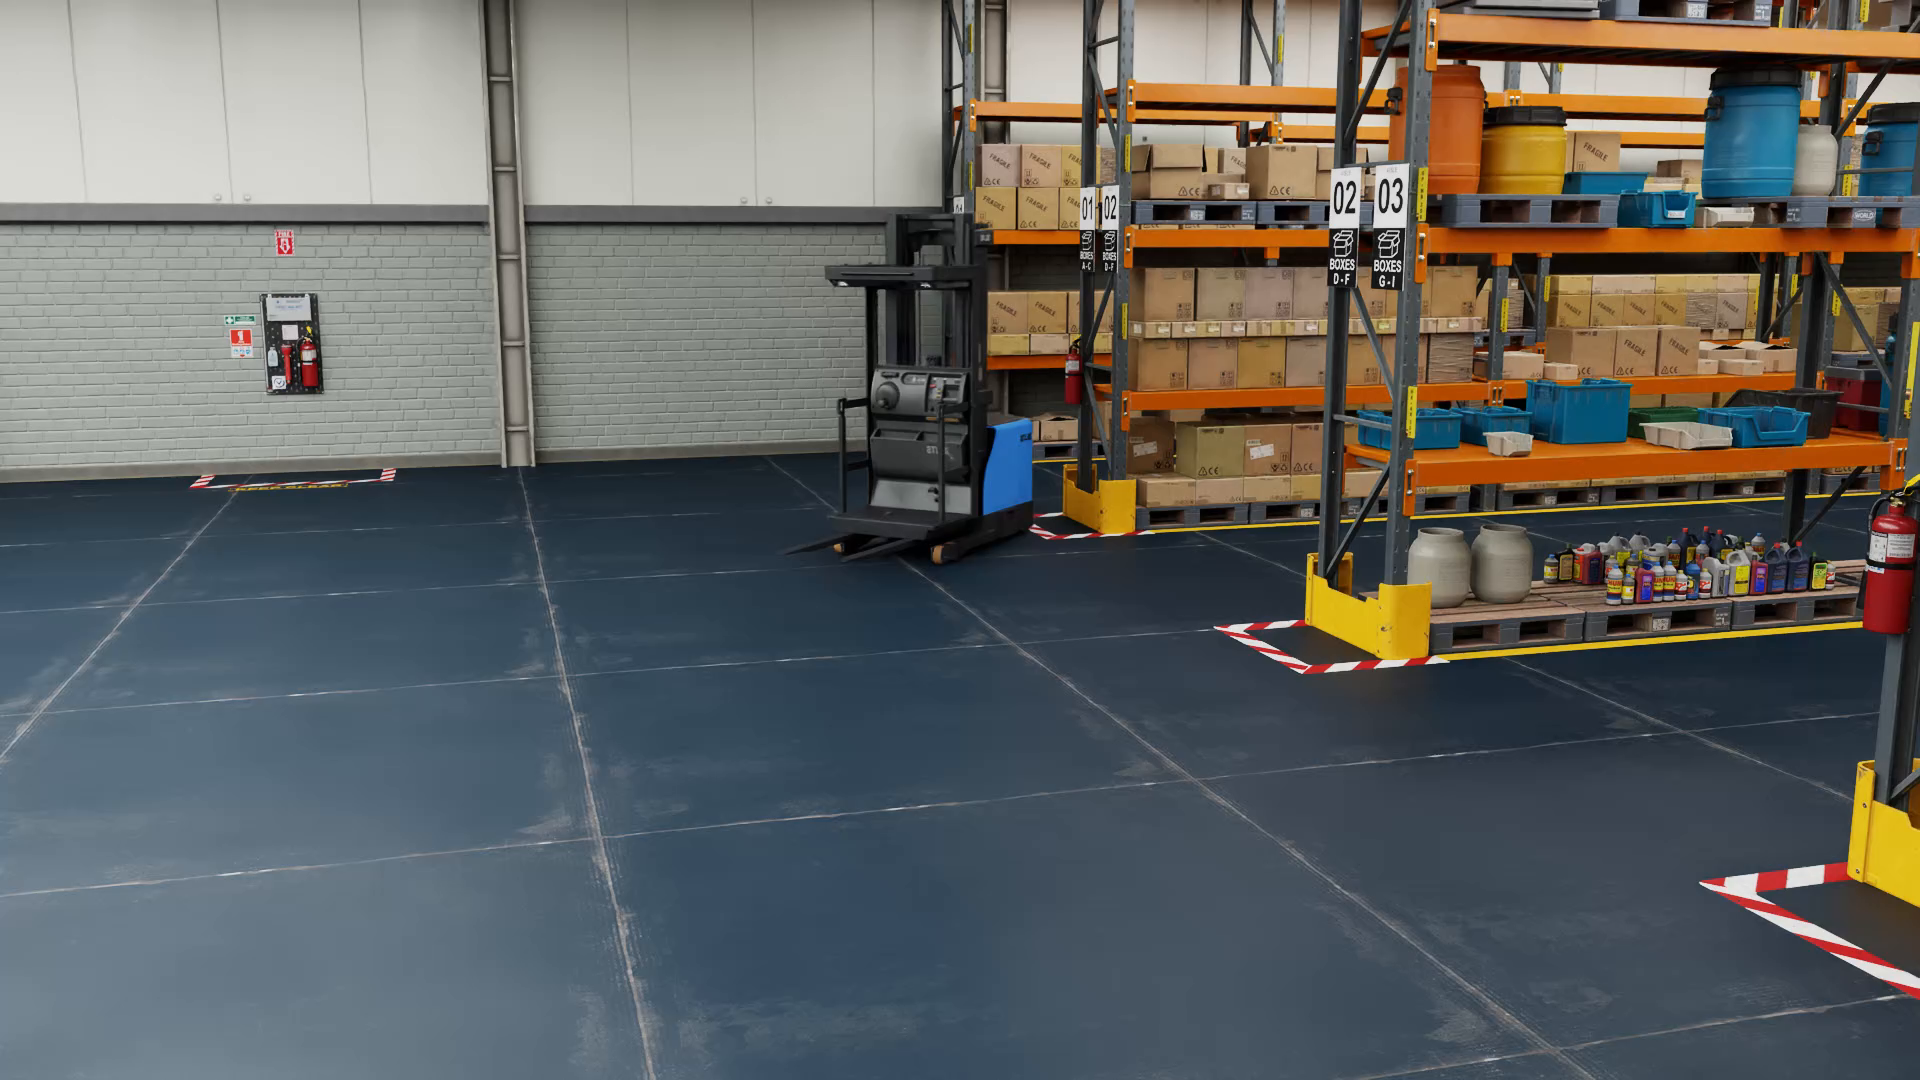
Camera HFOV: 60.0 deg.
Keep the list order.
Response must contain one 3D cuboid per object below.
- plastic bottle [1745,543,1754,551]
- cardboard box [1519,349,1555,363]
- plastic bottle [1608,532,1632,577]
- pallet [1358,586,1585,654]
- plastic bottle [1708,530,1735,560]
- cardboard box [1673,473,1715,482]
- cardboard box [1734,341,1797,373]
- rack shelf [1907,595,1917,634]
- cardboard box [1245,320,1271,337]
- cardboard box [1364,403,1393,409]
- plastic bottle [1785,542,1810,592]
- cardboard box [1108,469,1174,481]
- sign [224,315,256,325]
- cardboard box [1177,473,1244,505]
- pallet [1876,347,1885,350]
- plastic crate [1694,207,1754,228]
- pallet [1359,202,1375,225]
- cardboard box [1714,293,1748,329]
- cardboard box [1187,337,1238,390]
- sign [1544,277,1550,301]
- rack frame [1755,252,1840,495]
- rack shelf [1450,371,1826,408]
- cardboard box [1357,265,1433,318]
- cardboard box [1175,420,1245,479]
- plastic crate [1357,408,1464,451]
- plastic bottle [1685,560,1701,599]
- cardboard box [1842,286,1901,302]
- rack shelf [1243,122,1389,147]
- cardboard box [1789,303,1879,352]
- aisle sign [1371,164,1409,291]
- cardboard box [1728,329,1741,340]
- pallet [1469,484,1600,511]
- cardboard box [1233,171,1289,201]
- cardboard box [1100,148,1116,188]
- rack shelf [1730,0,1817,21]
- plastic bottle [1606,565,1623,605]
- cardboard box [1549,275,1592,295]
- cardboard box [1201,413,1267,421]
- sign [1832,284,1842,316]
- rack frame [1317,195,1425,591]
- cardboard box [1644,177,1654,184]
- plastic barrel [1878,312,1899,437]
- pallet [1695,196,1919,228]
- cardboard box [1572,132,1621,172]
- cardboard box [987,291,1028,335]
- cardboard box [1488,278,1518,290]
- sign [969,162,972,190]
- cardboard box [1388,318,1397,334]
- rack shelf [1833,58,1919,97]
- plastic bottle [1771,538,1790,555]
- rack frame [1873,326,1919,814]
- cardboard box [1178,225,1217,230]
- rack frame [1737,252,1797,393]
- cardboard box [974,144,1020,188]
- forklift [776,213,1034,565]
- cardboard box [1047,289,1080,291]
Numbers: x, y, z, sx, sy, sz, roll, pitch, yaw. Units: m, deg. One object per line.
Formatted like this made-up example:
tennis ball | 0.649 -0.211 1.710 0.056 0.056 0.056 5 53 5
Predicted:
plastic bottle | 6.057 0.124 12.807 0.097 0.201 0.097 0 10 0
cardboard box | 5.995 -1.853 17.401 0.258 0.266 0.396 -3 11 -17
plastic bottle | 4.924 0.114 12.445 0.185 0.351 0.144 -3 11 -14
pallet | 3.583 0.540 11.732 1.213 0.211 1.003 -3 11 -16
plastic bottle | 5.732 0.099 12.529 0.185 0.351 0.144 -3 11 -16
cardboard box | 7.628 -0.778 17.628 0.500 0.250 0.500 -3 11 -15
cardboard box | 8.681 -1.990 18.022 0.500 0.311 0.500 -2 11 -12
rack shelf | 6.047 0.335 7.133 4.000 0.370 1.077 -3 11 -16
cardboard box | 2.789 -2.043 15.996 0.250 0.149 0.380 -3 11 -18
cardboard box | 5.499 -1.784 22.346 0.500 0.500 0.700 -3 11 -15
plastic bottle | 6.045 0.188 12.046 0.185 0.351 0.144 -3 11 -17
cardboard box | 1.793 -0.573 16.511 0.500 0.250 0.500 -3 11 -16
sign | -8.294 -2.532 19.154 0.331 0.109 0.001 -3 11 -16
cardboard box | 2.417 -0.509 16.163 0.500 0.250 0.500 -3 11 -16
pallet | 10.908 -2.050 18.629 1.213 0.211 1.003 -3 11 -16
plastic crate | 5.155 -2.175 11.224 0.396 0.136 0.243 -3 11 -16
pallet | 4.390 -3.226 16.451 1.213 0.211 1.003 -3 11 -16
cardboard box | 10.635 -3.219 23.297 0.500 0.500 0.500 -3 11 -15
cardboard box | 2.316 -1.738 16.130 0.500 0.500 0.700 -3 11 -14
sign | 7.815 -3.342 22.142 0.005 0.325 0.100 -3 11 -16
rack frame | 9.042 -2.045 18.073 0.127 3.000 1.000 -3 11 -16
rack shelf | 7.122 -1.590 17.588 4.000 0.370 1.077 -3 11 -16
cardboard box | 4.293 -2.480 16.579 0.500 0.500 0.700 -3 11 -16
cardboard box | 2.418 -0.877 16.093 0.500 0.500 0.500 -3 11 -16
plastic crate | 3.139 -0.783 11.629 0.616 0.251 0.499 -3 11 -16
plastic bottle | 5.190 0.276 11.784 0.097 0.271 0.097 0 10 0
cardboard box | 13.418 -3.355 24.360 0.700 0.700 0.980 -4 11 -19
rack shelf | 5.734 -5.205 21.758 4.000 0.370 1.077 -3 11 -16
cardboard box | 9.615 -2.352 18.305 0.500 0.500 0.700 -7 13 -35
aisle sign | 2.755 -2.003 10.664 0.004 0.787 0.394 -3 11 -16
cardboard box | 10.752 -2.906 23.390 0.250 0.149 0.380 -3 11 -14
pallet | 5.898 -0.515 17.465 1.213 0.211 1.003 -3 11 -16
cardboard box | 2.927 -3.479 16.278 0.500 0.311 0.500 -2 11 -9
cardboard box | 1.799 -4.669 20.949 0.500 0.500 0.500 -3 11 -16
rack shelf | 9.574 -7.238 22.520 4.000 0.370 1.077 -3 11 -16
plastic bottle | 4.570 0.309 11.607 0.097 0.271 0.097 0 10 0
cardboard box | 8.190 -3.460 22.533 0.500 0.250 0.500 -3 11 -15
cardboard box | 2.749 -0.995 16.734 0.500 0.500 0.500 -3 11 -16
sign | 9.201 -2.518 17.445 0.005 0.325 0.100 -3 11 -16
rack frame | 2.742 -0.779 11.195 0.127 3.000 1.000 -3 11 -16
cardboard box | 9.133 -4.743 22.952 0.500 0.500 0.700 -2 11 -13
plastic barrel | 7.038 -1.195 12.070 0.708 0.901 0.600 -3 11 -16
pallet | 5.917 -2.310 11.750 1.003 0.211 1.213 -3 11 -16
cardboard box | 6.345 -3.876 16.920 0.500 0.500 0.500 -2 11 -10
cardboard box | 0.515 -2.778 20.342 0.500 0.500 0.500 -3 11 -16
cardboard box | 7.331 -3.468 22.519 0.250 0.149 0.380 -5 11 -23
sign | 0.125 -4.312 19.687 0.005 0.325 0.100 -3 11 -16
cardboard box | 4.260 -2.120 16.415 0.250 0.149 0.380 -3 11 -16
rack shelf | 8.503 -3.482 12.403 4.000 0.370 1.077 -3 11 -16
plastic bottle | 6.005 0.163 12.182 0.185 0.351 0.144 -3 11 -16
rack frame | 4.126 0.082 6.519 0.127 3.000 1.000 -3 11 -16
cardboard box | 2.909 -4.146 20.868 0.500 0.500 0.500 -4 11 -21
rack frame | 11.495 -3.108 23.849 0.127 3.000 1.000 -3 11 -16
cardboard box | 0.411 -4.504 20.054 0.500 0.500 0.500 -4 11 -20
forklift | -0.461 -1.324 14.345 1.130 2.935 3.031 6 12 28
cardboard box | 1.347 -2.917 21.100 0.500 0.500 0.500 -3 11 -18
